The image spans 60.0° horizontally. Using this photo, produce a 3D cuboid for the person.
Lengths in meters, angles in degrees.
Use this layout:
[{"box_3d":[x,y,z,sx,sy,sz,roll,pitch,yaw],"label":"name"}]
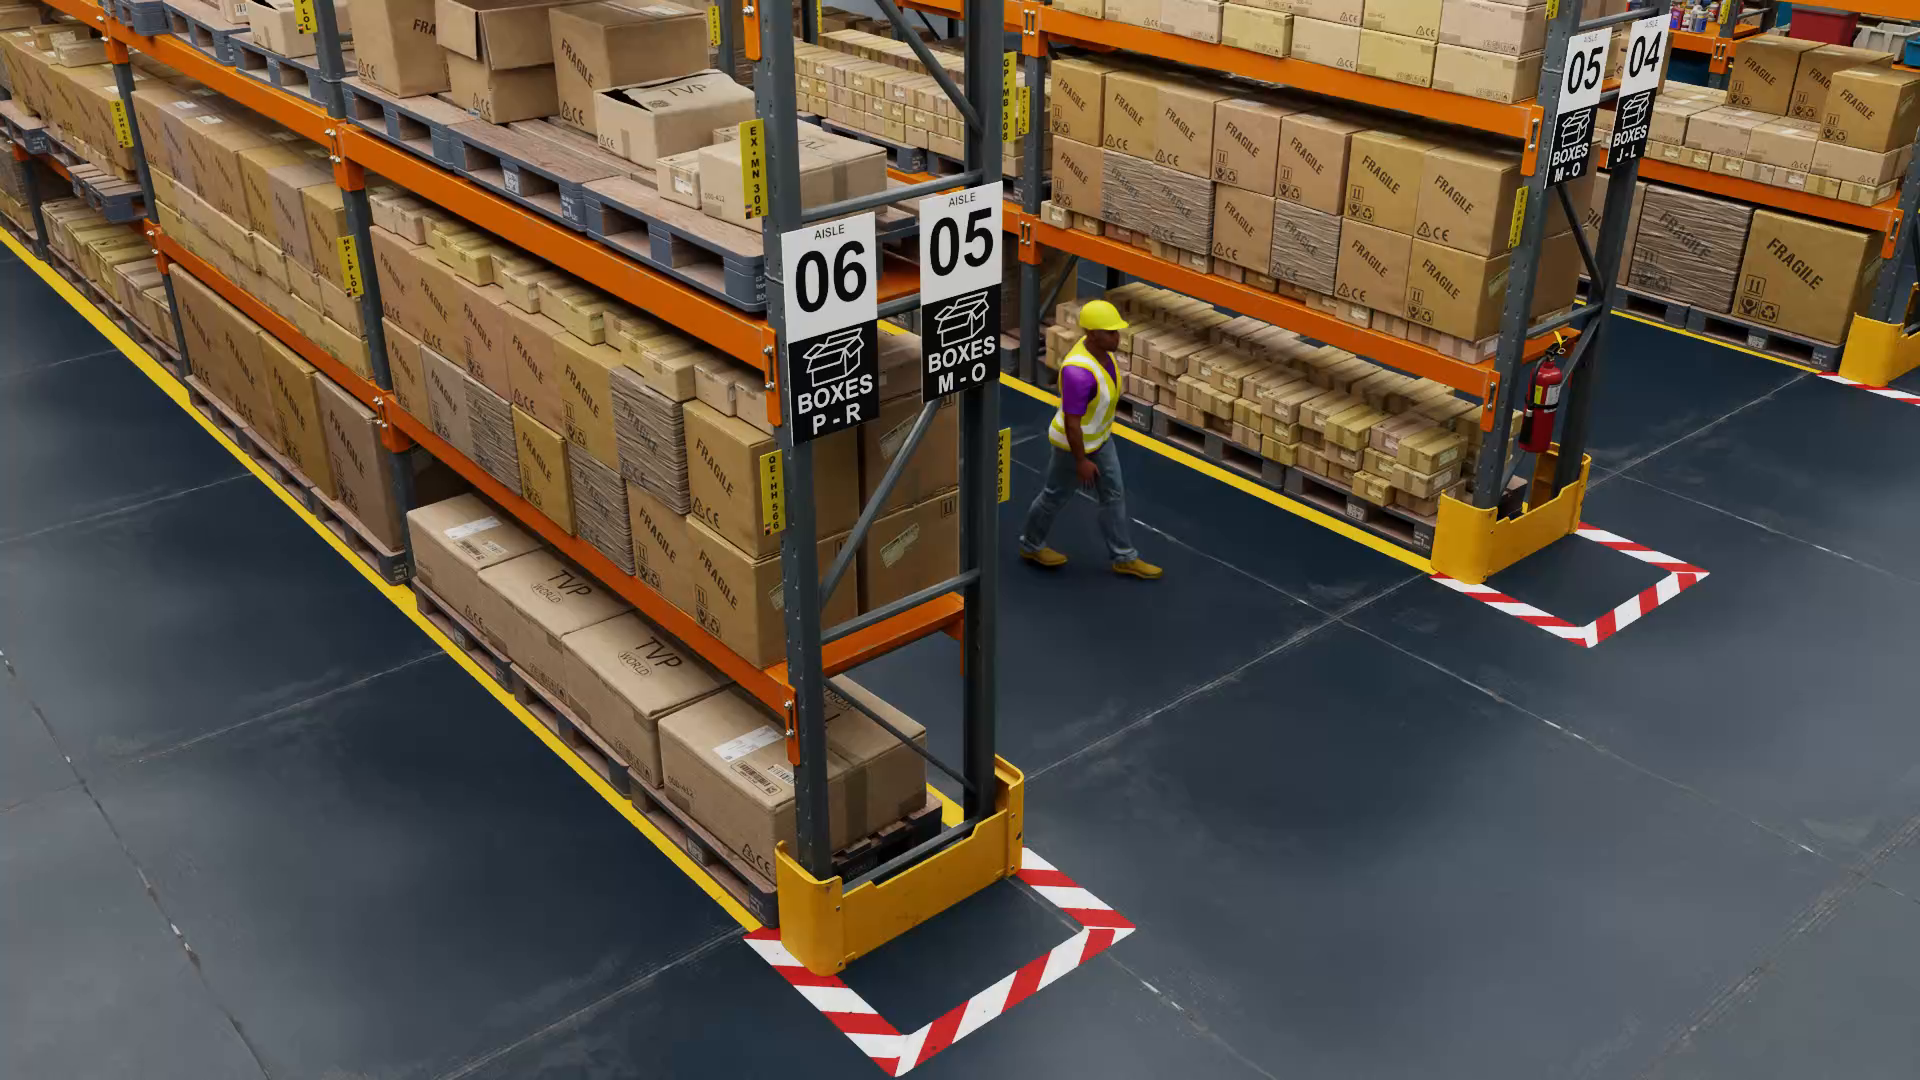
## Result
[{"box_3d":[0.751,-0.568,9.657,0.879,1.734,0.605,14,31,25],"label":"person"}]
